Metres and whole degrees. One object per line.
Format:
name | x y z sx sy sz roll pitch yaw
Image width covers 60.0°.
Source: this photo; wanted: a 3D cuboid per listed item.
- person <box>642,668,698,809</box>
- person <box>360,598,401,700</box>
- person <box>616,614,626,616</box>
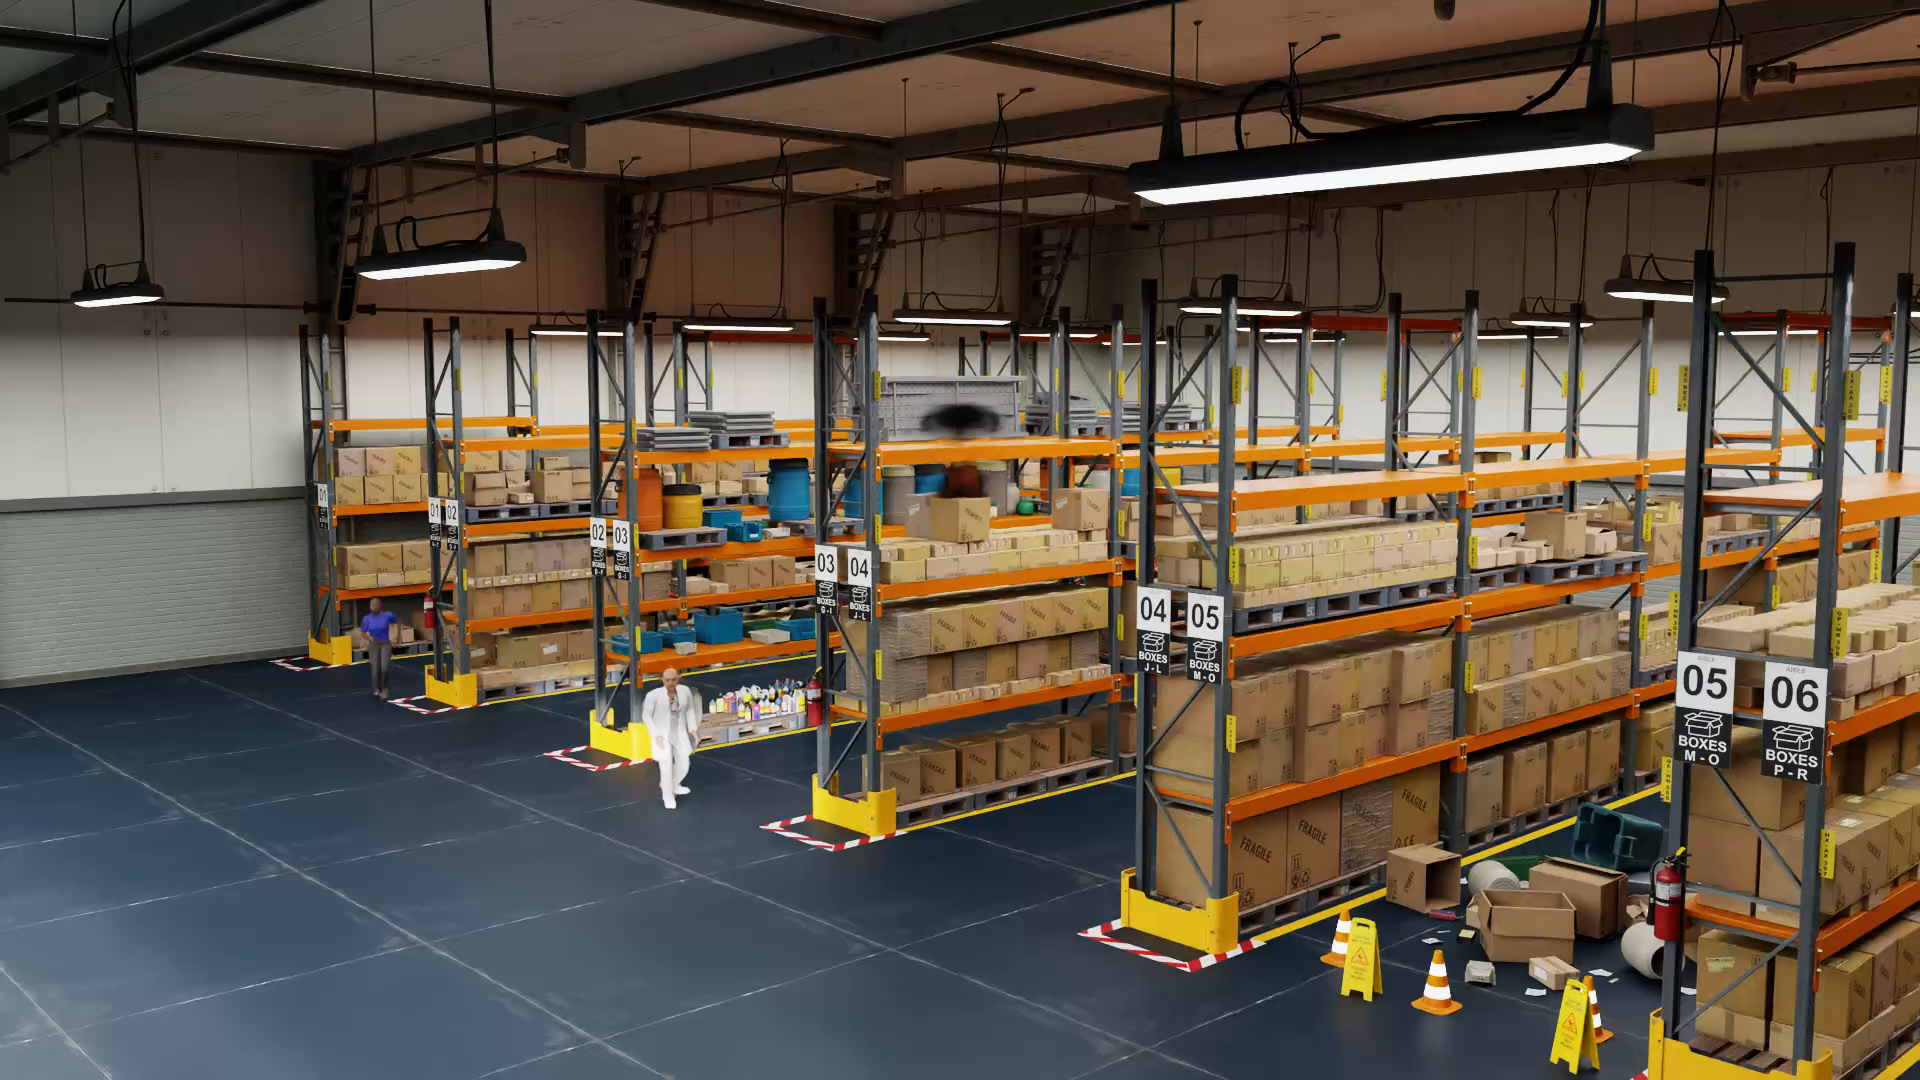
person | -3.463 2.323 19.738 0.726 1.714 0.782 -4 7 -32
person | -9.098 1.709 26.130 0.578 1.619 0.825 -1 6 -13
person | -6.414 1.113 31.456 0.600 1.825 0.833 5 8 41
